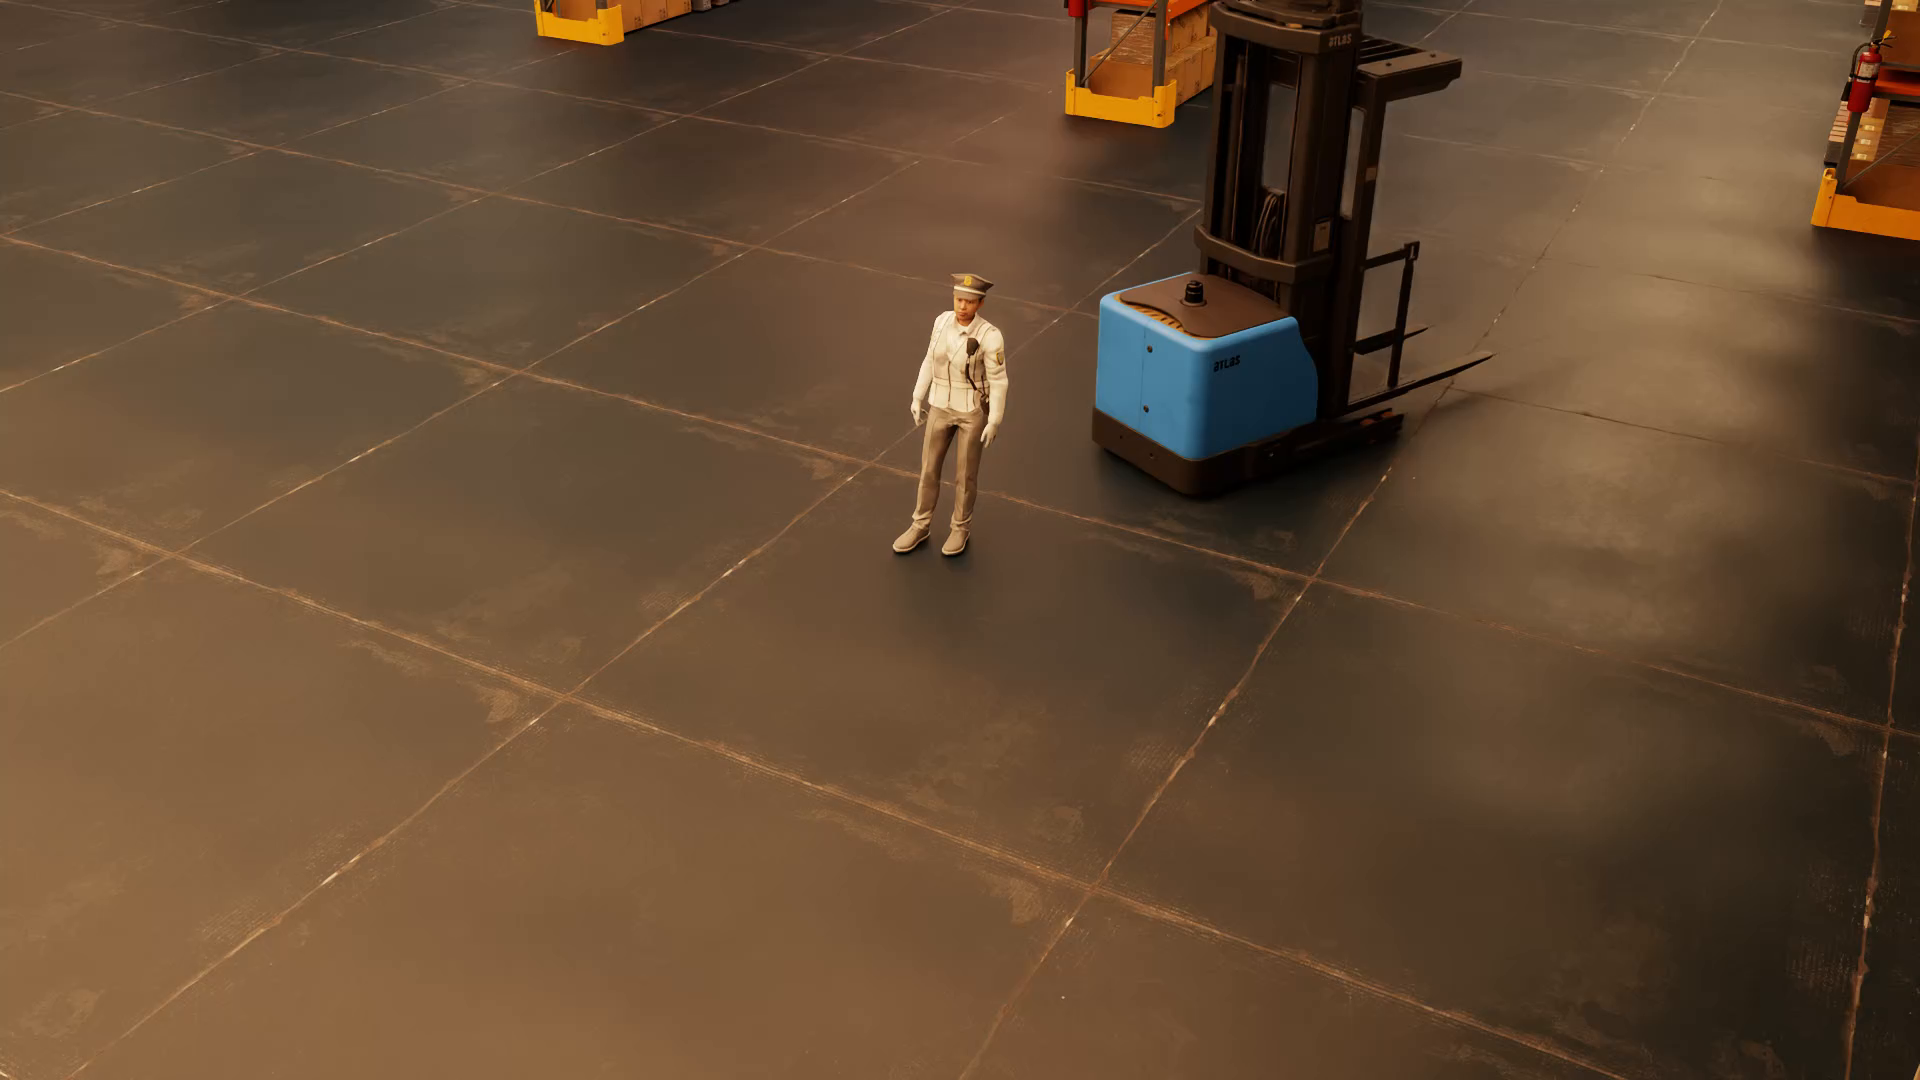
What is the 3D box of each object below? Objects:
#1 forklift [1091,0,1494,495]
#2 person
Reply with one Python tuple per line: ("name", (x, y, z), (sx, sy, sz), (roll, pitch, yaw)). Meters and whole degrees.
("forklift", (2.375, -2.111, 10.729), (3.031, 2.935, 1.130), (-19, 35, -29))
("person", (-0.038, -0.712, 9.527), (0.587, 1.696, 0.534), (15, 33, 25))
